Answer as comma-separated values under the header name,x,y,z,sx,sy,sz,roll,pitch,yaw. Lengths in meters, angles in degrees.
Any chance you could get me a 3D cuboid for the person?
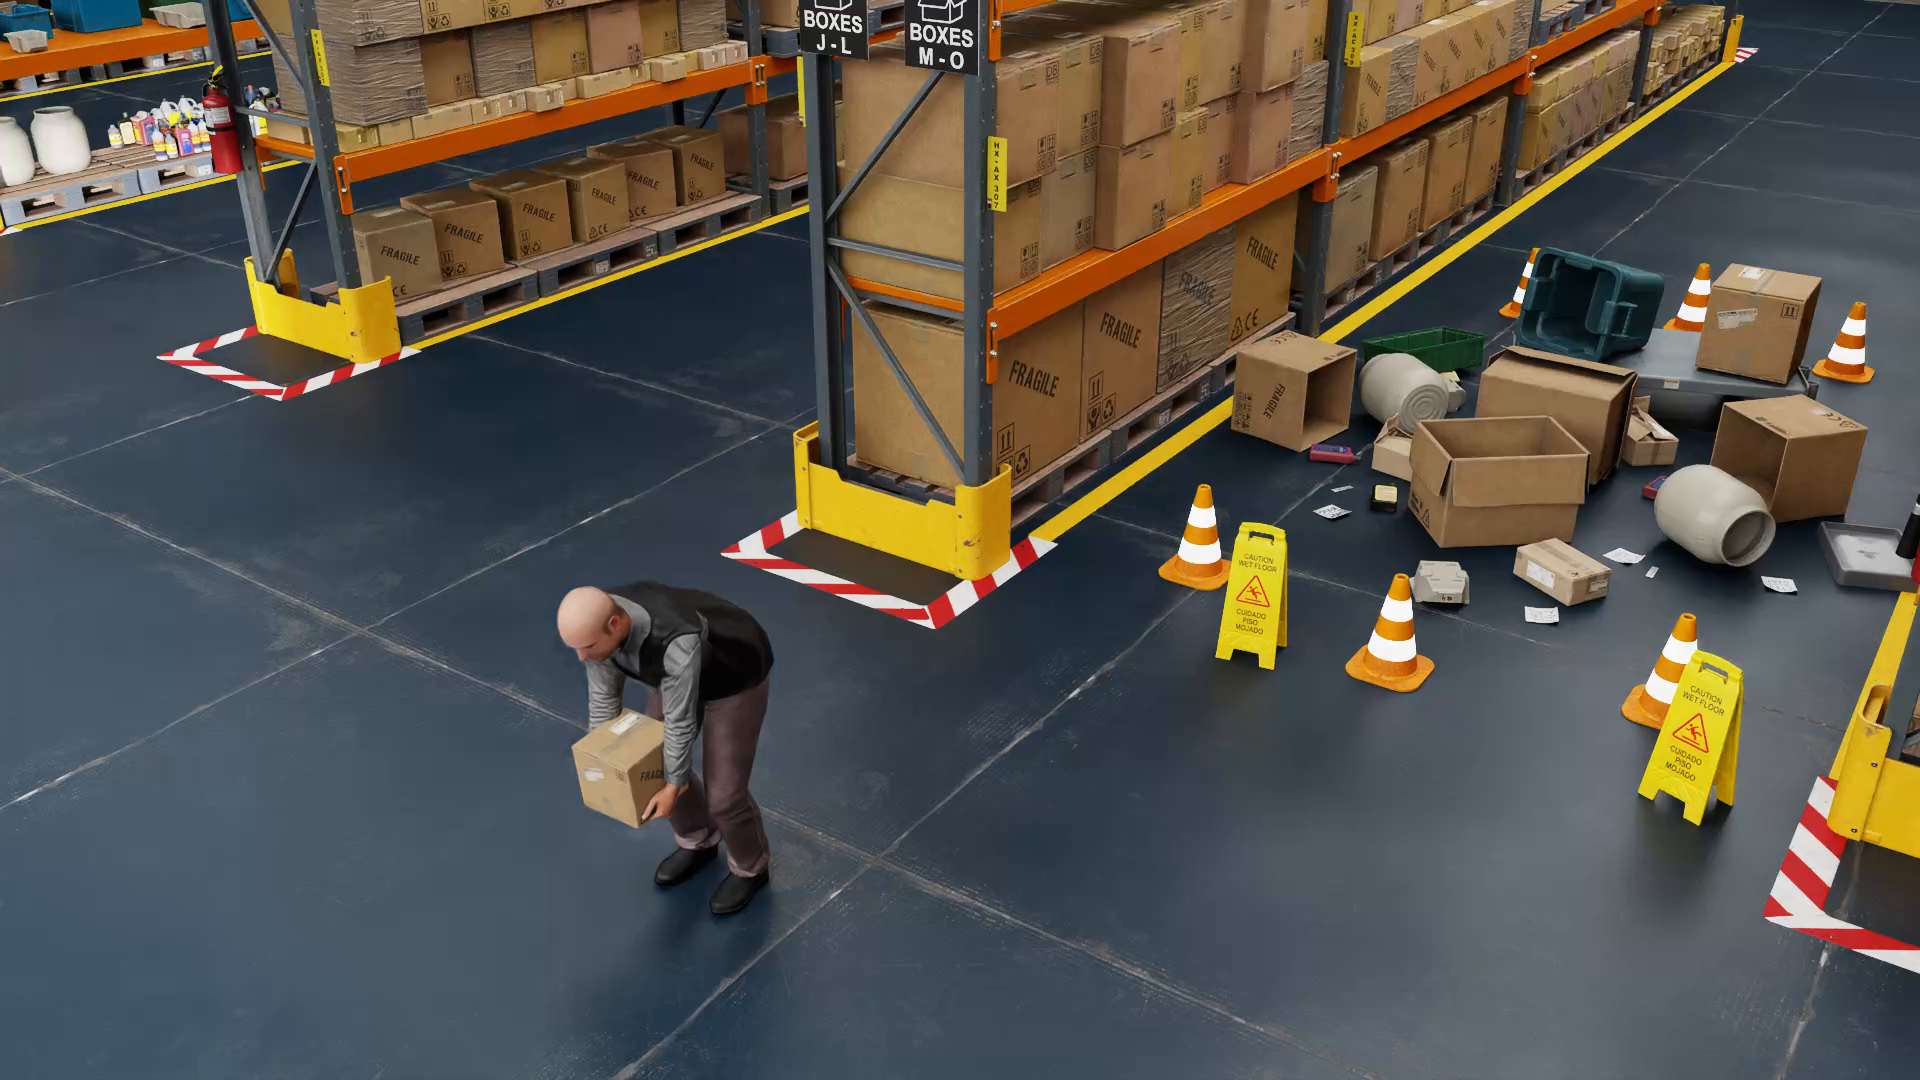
name,x,y,z,sx,sy,sz,roll,pitch,yaw
person,-0.981,0.671,5.638,0.472,1.434,0.832,16,31,29
